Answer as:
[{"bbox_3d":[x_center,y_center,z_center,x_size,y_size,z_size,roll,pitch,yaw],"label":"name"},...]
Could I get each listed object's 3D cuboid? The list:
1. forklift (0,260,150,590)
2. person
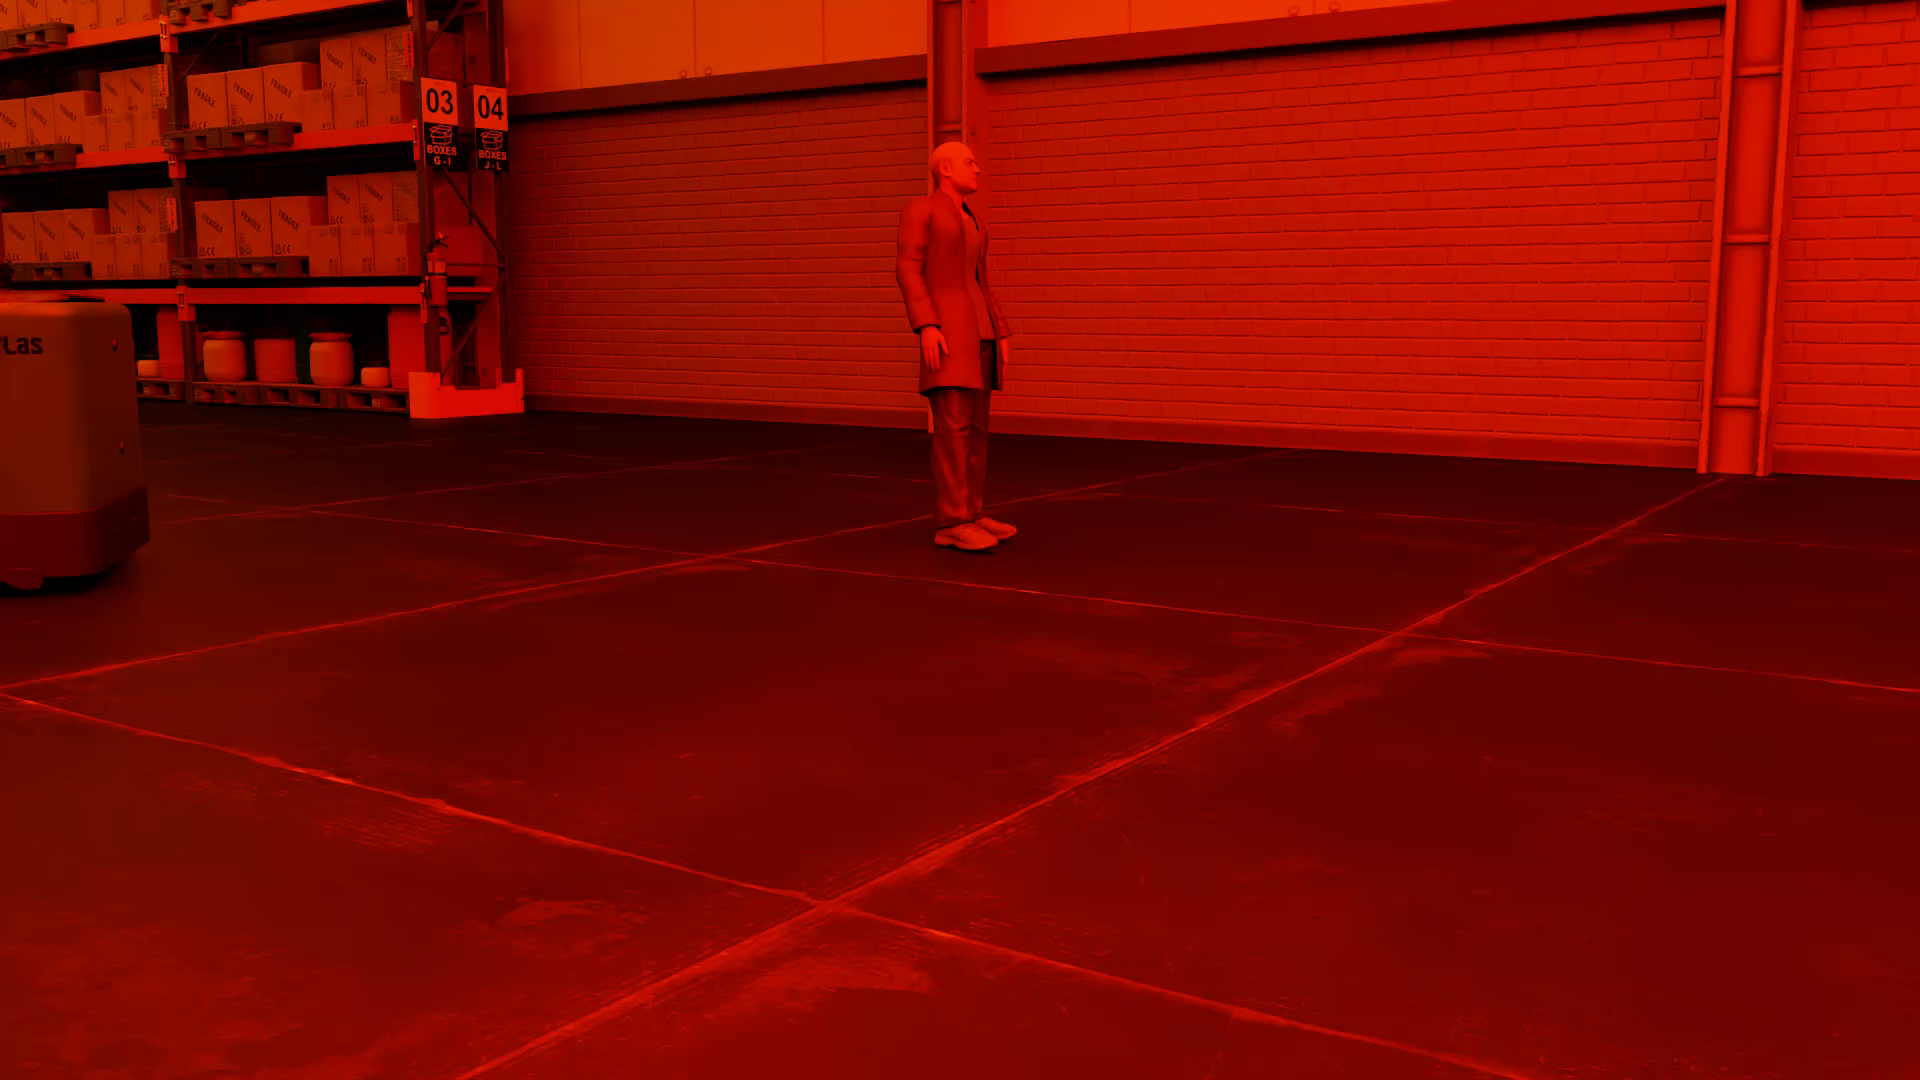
[{"bbox_3d":[-4.797,-1.264,6.080,3.031,2.935,1.130,-2,8,-15],"label":"forklift"},{"bbox_3d":[0.073,-0.880,7.423,0.582,1.776,0.696,5,10,34],"label":"person"}]
